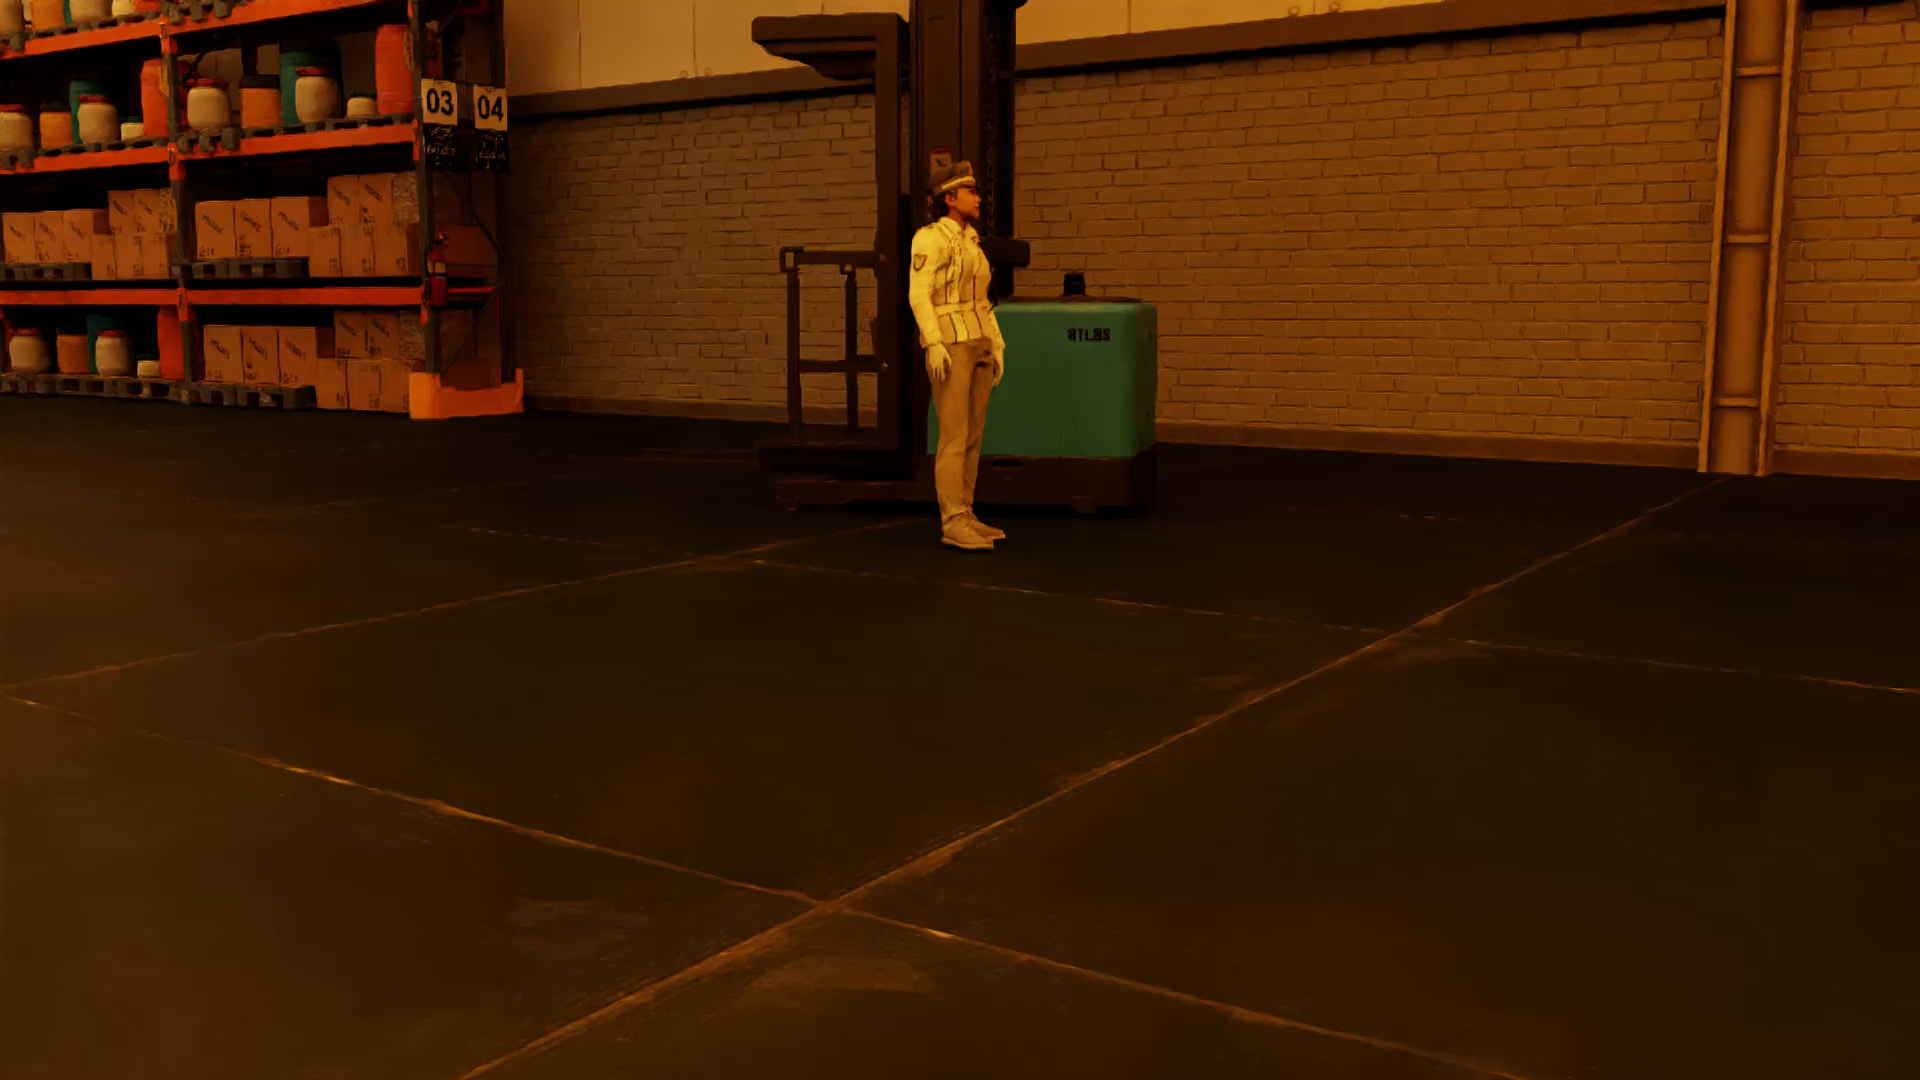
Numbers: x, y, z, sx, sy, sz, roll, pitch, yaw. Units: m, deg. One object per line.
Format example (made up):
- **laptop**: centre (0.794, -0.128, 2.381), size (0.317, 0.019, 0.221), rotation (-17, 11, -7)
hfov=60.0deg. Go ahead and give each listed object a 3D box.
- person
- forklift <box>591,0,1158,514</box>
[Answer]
- **person**: centre (0.052, -0.840, 7.440), size (0.533, 1.695, 0.586), rotation (5, 10, 34)
- **forklift**: centre (-0.484, -1.668, 8.926), size (3.031, 2.935, 1.130), rotation (2, 8, 14)
